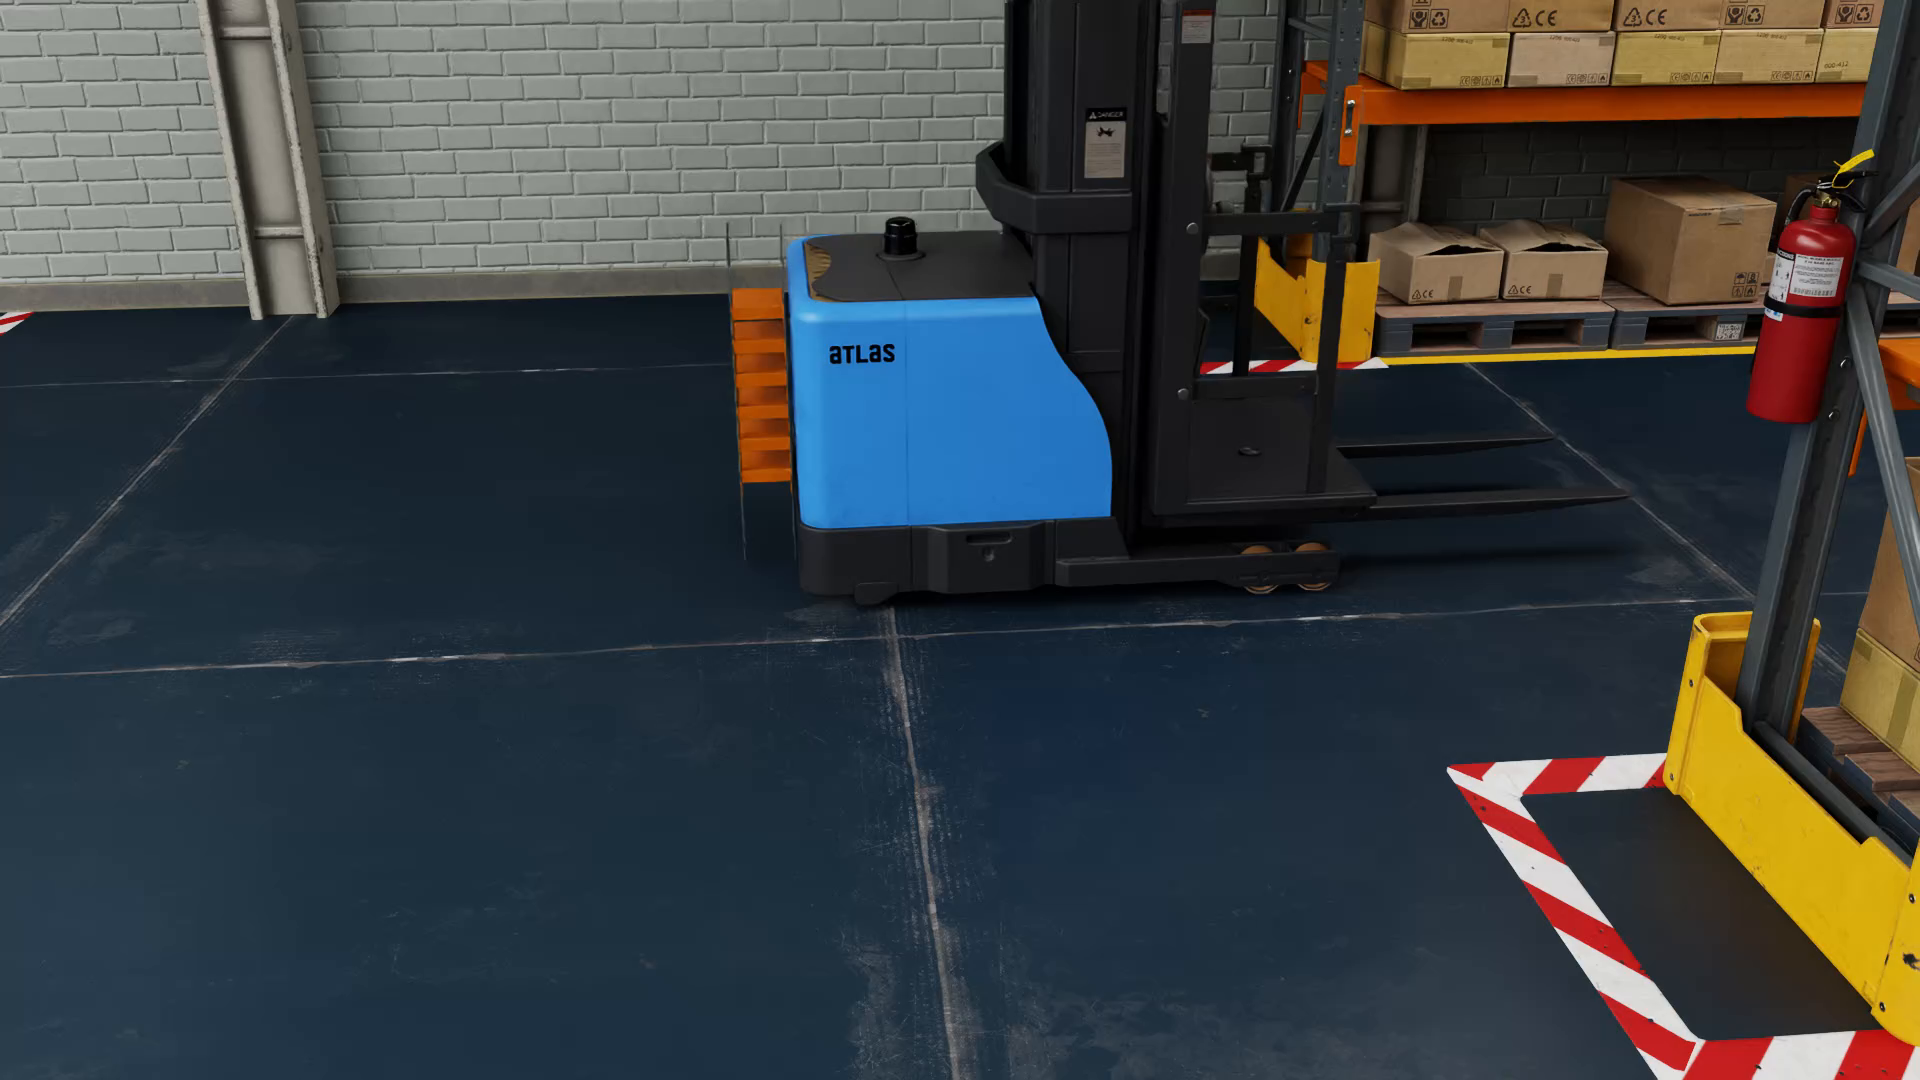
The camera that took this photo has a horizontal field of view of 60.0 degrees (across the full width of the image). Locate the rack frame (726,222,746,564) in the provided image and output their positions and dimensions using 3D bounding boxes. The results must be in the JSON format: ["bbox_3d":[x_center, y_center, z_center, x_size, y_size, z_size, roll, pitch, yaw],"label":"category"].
[{"bbox_3d":[-0.796,-0.511,5.922,0.006,1.200,0.240,-3,24,-6],"label":"rack frame"}]

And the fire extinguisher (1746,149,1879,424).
[{"bbox_3d":[2.075,-0.628,4.065,0.183,0.674,0.296,-2,24,-5],"label":"fire extinguisher"}]

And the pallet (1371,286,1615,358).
[{"bbox_3d":[2.636,-1.229,8.756,1.213,0.211,1.003,-2,24,-5],"label":"pallet"}]

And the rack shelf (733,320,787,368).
[{"bbox_3d":[-0.705,-0.694,5.852,0.180,0.103,0.258,-3,24,-6],"label":"rack shelf"}]

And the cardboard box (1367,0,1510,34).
[{"bbox_3d":[2.253,-2.663,7.785,0.500,0.500,0.500,-2,24,-5],"label":"cardboard box"}]

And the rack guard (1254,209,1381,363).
[{"bbox_3d":[1.824,-1.343,8.656,0.348,0.500,1.175,-2,24,-5],"label":"rack guard"}]

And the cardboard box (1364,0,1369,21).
[{"bbox_3d":[2.196,-2.870,8.251,0.500,0.500,0.500,-3,24,-6],"label":"cardboard box"}]

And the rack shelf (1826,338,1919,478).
[{"bbox_3d":[4.229,-0.231,3.963,4.000,0.370,1.077,-2,24,-5],"label":"rack shelf"}]

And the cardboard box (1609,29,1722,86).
[{"bbox_3d":[3.288,-2.359,8.023,0.500,0.250,0.500,-3,24,-6],"label":"cardboard box"}]

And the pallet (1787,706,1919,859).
[{"bbox_3d":[2.996,0.747,4.310,1.213,0.211,1.003,-2,24,-5],"label":"pallet"}]

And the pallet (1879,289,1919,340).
[{"bbox_3d":[5.064,-1.327,8.975,1.213,0.211,1.003,-2,24,-5],"label":"pallet"}]

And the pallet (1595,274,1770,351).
[{"bbox_3d":[3.847,-1.277,8.862,1.213,0.211,1.003,-2,24,-5],"label":"pallet"}]

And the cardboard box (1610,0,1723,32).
[{"bbox_3d":[3.260,-2.697,7.861,0.500,0.500,0.500,-3,24,-7],"label":"cardboard box"}]

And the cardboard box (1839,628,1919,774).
[{"bbox_3d":[2.743,0.444,4.427,0.500,0.250,0.500,-2,24,-5],"label":"cardboard box"}]

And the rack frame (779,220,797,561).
[{"bbox_3d":[-0.614,-0.519,5.941,0.006,1.200,0.240,-3,24,-6],"label":"rack frame"}]

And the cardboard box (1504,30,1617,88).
[{"bbox_3d":[2.780,-2.341,7.983,0.500,0.250,0.500,-3,24,-7],"label":"cardboard box"}]

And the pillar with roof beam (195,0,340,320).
[{"bbox_3d":[-3.188,-3.622,3.319,0.400,9.000,9.100,-2,24,-5],"label":"pillar with roof beam"}]

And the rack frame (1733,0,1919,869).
[{"bbox_3d":[2.239,-0.480,3.637,0.127,3.000,1.000,-2,24,-5],"label":"rack frame"}]

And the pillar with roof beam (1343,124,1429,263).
[{"bbox_3d":[2.783,-3.861,3.858,0.400,9.000,9.100,-2,24,-5],"label":"pillar with roof beam"}]

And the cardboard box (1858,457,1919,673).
[{"bbox_3d":[2.743,0.100,4.277,0.500,0.500,0.500,-2,24,-5],"label":"cardboard box"}]

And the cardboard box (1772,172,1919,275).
[{"bbox_3d":[4.700,-1.643,8.790,0.500,0.500,0.500,-4,24,-9],"label":"cardboard box"}]

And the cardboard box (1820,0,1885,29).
[{"bbox_3d":[4.290,-2.743,7.966,0.500,0.500,0.500,-3,24,-7],"label":"cardboard box"}]

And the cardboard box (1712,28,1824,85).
[{"bbox_3d":[3.791,-2.378,8.067,0.500,0.250,0.500,-2,24,-5],"label":"cardboard box"}]

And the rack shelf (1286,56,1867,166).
[{"bbox_3d":[3.738,-2.233,8.467,4.000,0.370,1.077,-2,24,-5],"label":"rack shelf"}]

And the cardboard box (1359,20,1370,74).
[{"bbox_3d":[2.194,-2.520,8.386,0.500,0.250,0.500,-2,24,-4],"label":"cardboard box"}]

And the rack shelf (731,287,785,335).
[{"bbox_3d":[-0.705,-0.803,5.803,0.180,0.103,0.258,-3,24,-6],"label":"rack shelf"}]

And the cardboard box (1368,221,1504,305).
[{"bbox_3d":[2.445,-1.446,8.579,0.500,0.311,0.500,-5,24,-11],"label":"cardboard box"}]

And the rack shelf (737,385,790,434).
[{"bbox_3d":[-0.705,-0.475,5.950,0.180,0.103,0.258,-3,24,-6],"label":"rack shelf"}]

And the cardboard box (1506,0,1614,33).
[{"bbox_3d":[2.746,-2.679,7.821,0.500,0.500,0.500,-2,24,-5],"label":"cardboard box"}]

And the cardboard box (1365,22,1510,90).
[{"bbox_3d":[2.265,-2.314,7.923,0.500,0.250,0.500,-3,24,-7],"label":"cardboard box"}]

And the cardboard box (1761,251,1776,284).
[{"bbox_3d":[4.135,-1.485,8.865,0.250,0.149,0.380,-4,24,-9],"label":"cardboard box"}]

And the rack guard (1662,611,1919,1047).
[{"bbox_3d":[2.215,0.663,4.143,0.348,0.500,1.175,-2,24,-5],"label":"rack guard"}]

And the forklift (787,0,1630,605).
[{"bbox_3d":[0.905,-1.362,5.705,3.031,2.935,1.130,-3,24,-6],"label":"forklift"}]

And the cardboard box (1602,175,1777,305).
[{"bbox_3d":[3.748,-1.564,8.612,0.500,0.500,0.700,-4,24,-8],"label":"cardboard box"}]

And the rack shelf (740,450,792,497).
[{"bbox_3d":[-0.705,-0.255,6.047,0.180,0.103,0.258,-3,24,-6],"label":"rack shelf"}]

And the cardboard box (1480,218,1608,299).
[{"bbox_3d":[3.013,-1.469,8.630,0.500,0.311,0.500,0,24,-1],"label":"cardboard box"}]

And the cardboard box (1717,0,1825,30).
[{"bbox_3d":[3.773,-2.722,7.919,0.500,0.500,0.500,-2,24,-3],"label":"cardboard box"}]

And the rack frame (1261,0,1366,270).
[{"bbox_3d":[1.748,-2.482,8.142,0.127,3.000,1.000,-2,24,-5],"label":"rack frame"}]

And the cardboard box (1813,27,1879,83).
[{"bbox_3d":[4.292,-2.398,8.113,0.500,0.250,0.500,-2,24,-5],"label":"cardboard box"}]

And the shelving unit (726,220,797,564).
[{"bbox_3d":[-0.705,-0.515,5.932,0.189,1.200,0.258,-3,24,-6],"label":"shelving unit"}]

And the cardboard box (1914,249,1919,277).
[{"bbox_3d":[5.199,-1.515,8.912,0.250,0.166,0.380,-5,25,-12],"label":"cardboard box"}]

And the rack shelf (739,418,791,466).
[{"bbox_3d":[-0.705,-0.365,5.998,0.180,0.103,0.258,-3,24,-6],"label":"rack shelf"}]

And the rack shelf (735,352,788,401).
[{"bbox_3d":[-0.705,-0.584,5.901,0.180,0.103,0.258,-3,24,-6],"label":"rack shelf"}]
